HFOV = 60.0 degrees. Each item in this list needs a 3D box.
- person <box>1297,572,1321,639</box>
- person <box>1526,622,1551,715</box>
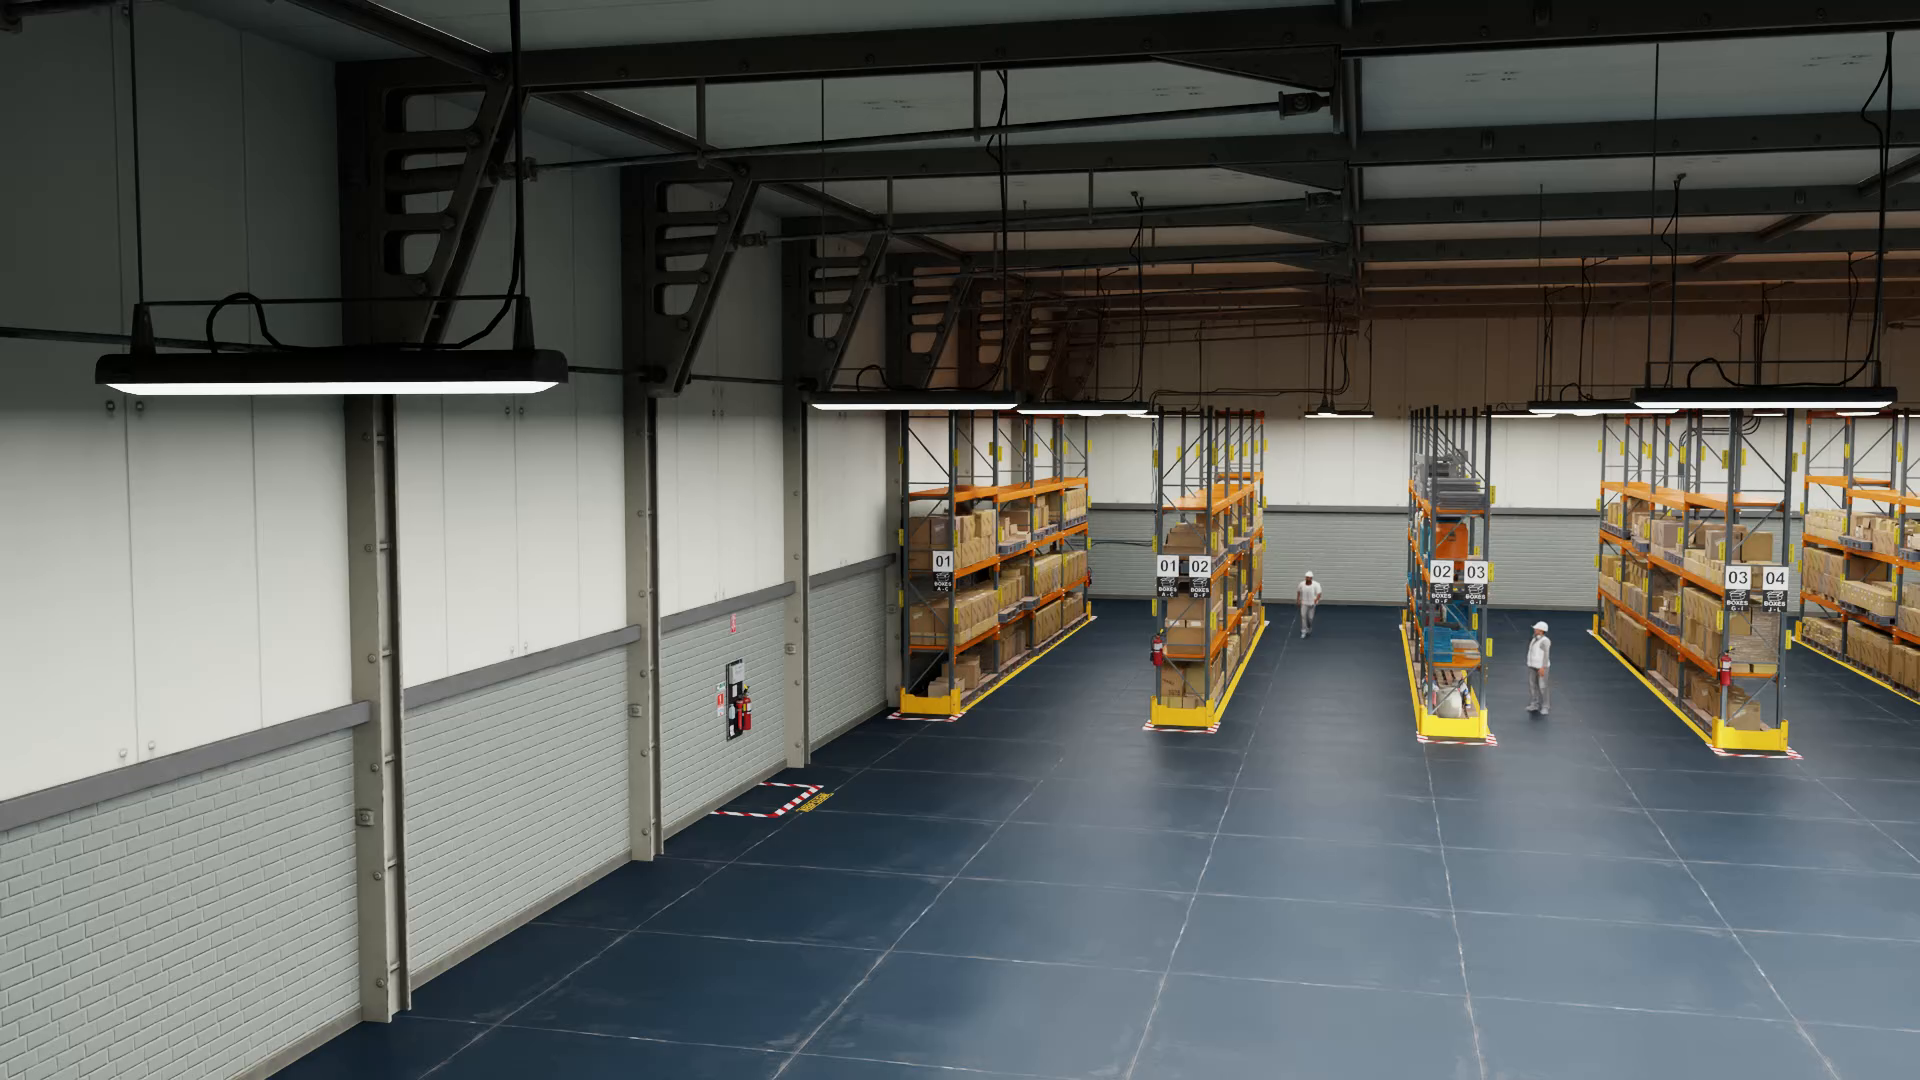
[{"bbox_3d":[9.263,1.706,44.148,0.625,1.747,0.994,1,4,14],"label":"person"},{"bbox_3d":[11.387,2.506,32.684,0.388,1.809,0.563,-2,5,-28],"label":"person"}]
